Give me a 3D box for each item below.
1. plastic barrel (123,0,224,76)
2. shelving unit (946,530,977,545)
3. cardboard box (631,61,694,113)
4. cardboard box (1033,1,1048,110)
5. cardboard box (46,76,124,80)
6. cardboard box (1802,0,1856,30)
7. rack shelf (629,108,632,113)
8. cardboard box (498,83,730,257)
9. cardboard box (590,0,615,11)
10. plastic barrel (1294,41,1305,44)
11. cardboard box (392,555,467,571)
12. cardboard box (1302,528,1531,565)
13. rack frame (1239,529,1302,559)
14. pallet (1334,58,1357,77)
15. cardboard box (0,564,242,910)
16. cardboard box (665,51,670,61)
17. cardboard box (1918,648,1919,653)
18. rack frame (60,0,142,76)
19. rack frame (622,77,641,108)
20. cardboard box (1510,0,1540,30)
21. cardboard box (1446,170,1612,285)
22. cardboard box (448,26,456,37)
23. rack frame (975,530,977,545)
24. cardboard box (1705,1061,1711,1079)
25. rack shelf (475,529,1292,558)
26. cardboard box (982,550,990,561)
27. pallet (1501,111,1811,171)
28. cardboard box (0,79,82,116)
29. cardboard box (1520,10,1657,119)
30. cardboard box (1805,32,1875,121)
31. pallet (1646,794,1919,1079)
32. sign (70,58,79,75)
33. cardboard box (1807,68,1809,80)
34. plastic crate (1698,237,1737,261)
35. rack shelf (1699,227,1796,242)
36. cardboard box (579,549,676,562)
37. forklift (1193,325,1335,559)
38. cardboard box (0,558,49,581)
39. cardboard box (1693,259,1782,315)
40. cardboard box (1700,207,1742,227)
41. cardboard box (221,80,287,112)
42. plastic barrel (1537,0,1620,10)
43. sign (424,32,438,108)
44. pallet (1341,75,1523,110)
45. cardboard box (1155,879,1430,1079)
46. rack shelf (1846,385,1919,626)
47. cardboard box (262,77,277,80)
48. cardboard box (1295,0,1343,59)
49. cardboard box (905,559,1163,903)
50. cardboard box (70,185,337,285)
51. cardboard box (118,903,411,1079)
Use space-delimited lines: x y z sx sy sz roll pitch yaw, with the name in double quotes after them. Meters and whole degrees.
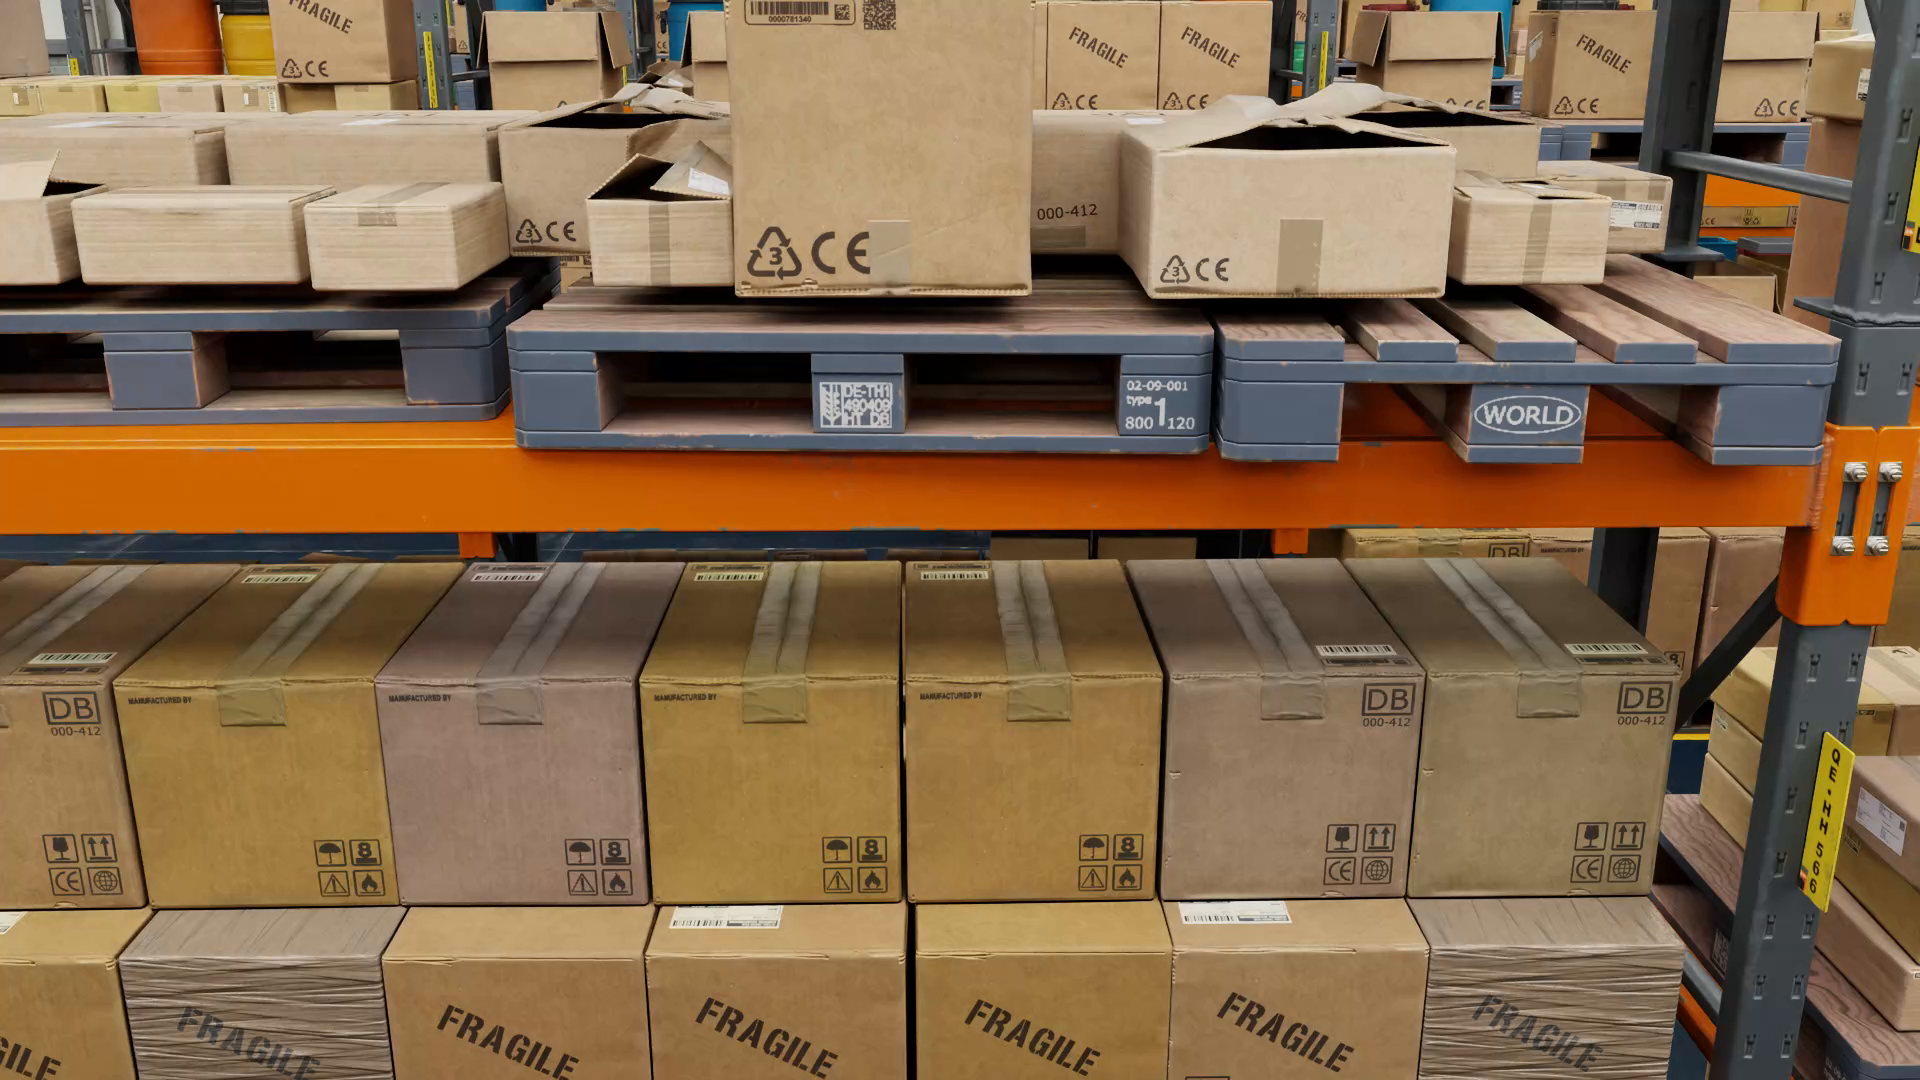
-5.969 -3.955 12.664 0.708 0.830 0.600 0 18 -1 "plastic barrel"
0.008 -0.429 11.410 0.210 0.900 0.258 0 18 -1 "shelving unit"
-1.437 -2.187 8.076 0.258 0.266 0.396 0 18 1 "cardboard box"
0.143 -2.238 7.722 0.500 0.500 0.500 0 18 0 "cardboard box"
-4.265 -2.197 8.169 0.250 0.149 0.380 0 18 1 "cardboard box"
8.957 -5.615 17.431 0.500 0.500 0.700 0 18 -1 "cardboard box"
-0.454 -3.196 12.865 4.000 0.370 1.077 0 18 -1 "rack shelf"
-0.649 -0.781 3.456 0.500 0.311 0.500 -1 18 -3 "cardboard box"
-4.641 -7.152 22.187 0.500 0.500 0.500 0 18 -1 "cardboard box"
2.616 -3.732 12.898 0.301 0.262 0.301 0 18 0 "plastic barrel"
-2.776 0.393 8.818 0.500 0.500 0.500 -1 18 -3 "cardboard box"
2.315 0.208 8.779 0.875 0.875 1.225 -1 18 -3 "cardboard box"
1.624 -0.607 8.528 0.127 3.000 1.000 0 18 -1 "rack frame"
3.781 -5.003 17.629 1.003 0.211 1.213 0 18 -1 "pallet"
-1.902 0.400 3.589 0.500 0.500 0.700 -1 18 -2 "cardboard box"
-3.617 -6.535 21.901 0.500 0.500 0.500 -2 18 -6 "cardboard box"
2.597 0.401 4.137 0.250 0.149 0.380 0 18 1 "cardboard box"
-6.453 -4.937 12.207 0.127 3.000 1.000 0 18 -1 "rack frame"
-2.453 -2.100 13.184 0.127 3.000 1.000 0 18 -1 "rack frame"
5.957 -5.618 17.437 0.500 0.500 0.700 0 18 -1 "cardboard box"
1.006 -0.586 3.084 0.250 0.166 0.380 0 18 -1 "cardboard box"
-5.380 -5.303 17.587 0.500 0.250 0.500 0 18 -1 "cardboard box"
0.110 -0.429 11.412 0.006 0.900 0.240 0 18 -1 "rack frame"
2.281 1.459 4.267 0.500 0.250 0.500 -1 18 -2 "cardboard box"
-0.376 -0.254 8.608 4.000 0.370 1.077 0 18 -1 "rack shelf"
0.400 0.390 8.793 0.500 0.500 0.700 -2 18 -5 "cardboard box"
3.385 -1.971 8.179 1.213 0.211 1.003 1 18 2 "pallet"
-4.284 -2.062 7.747 0.250 0.149 0.380 -1 18 -3 "cardboard box"
3.095 -2.339 8.165 0.500 0.500 0.500 1 18 2 "cardboard box"
2.002 -1.013 3.467 0.258 0.266 0.396 0 18 -1 "cardboard box"
2.312 0.964 3.946 1.003 0.211 1.213 0 18 -1 "pallet"
-6.449 -3.345 12.140 0.005 0.325 0.100 0 18 -1 "sign"
8.961 -4.945 17.386 0.500 0.250 0.500 0 18 -1 "cardboard box"
6.007 -2.266 13.629 0.575 0.384 0.392 0 18 -1 "plastic crate"
7.471 -3.319 18.160 4.000 0.370 1.077 0 18 -1 "rack shelf"
-1.761 0.397 8.771 0.500 0.500 0.700 -2 18 -5 "cardboard box"
2.843 -1.379 11.047 3.031 2.935 1.130 0 18 1 "forklift"
-5.153 0.411 8.761 0.500 0.500 0.500 4 18 14 "cardboard box"
3.678 -1.138 8.379 0.637 0.503 0.797 0 18 1 "cardboard box"
8.009 -3.629 17.786 0.500 0.500 0.500 0 18 0 "cardboard box"
-3.214 -2.043 7.689 0.250 0.149 0.380 -1 18 -4 "cardboard box"
4.636 -3.790 12.546 0.600 0.588 0.600 0 18 0 "plastic barrel"
-2.359 -2.096 7.414 0.005 0.325 0.100 0 18 -1 "sign"
3.629 -3.437 12.750 1.213 0.211 1.003 0 18 -1 "pallet"
0.657 0.947 3.520 0.500 0.500 0.500 0 18 -1 "cardboard box"
3.601 -0.187 3.486 4.000 0.370 1.077 0 18 -1 "rack shelf"
-3.243 -2.210 8.208 0.250 0.149 0.380 0 18 0 "cardboard box"
3.633 -5.388 17.507 0.600 0.600 0.600 -1 18 -3 "cardboard box"
0.134 0.390 3.620 0.500 0.500 0.700 -1 18 -2 "cardboard box"
-1.357 -0.558 3.024 0.380 0.149 0.250 0 18 -1 "cardboard box"
-1.363 0.957 3.489 0.500 0.500 0.500 0 18 0 "cardboard box"
